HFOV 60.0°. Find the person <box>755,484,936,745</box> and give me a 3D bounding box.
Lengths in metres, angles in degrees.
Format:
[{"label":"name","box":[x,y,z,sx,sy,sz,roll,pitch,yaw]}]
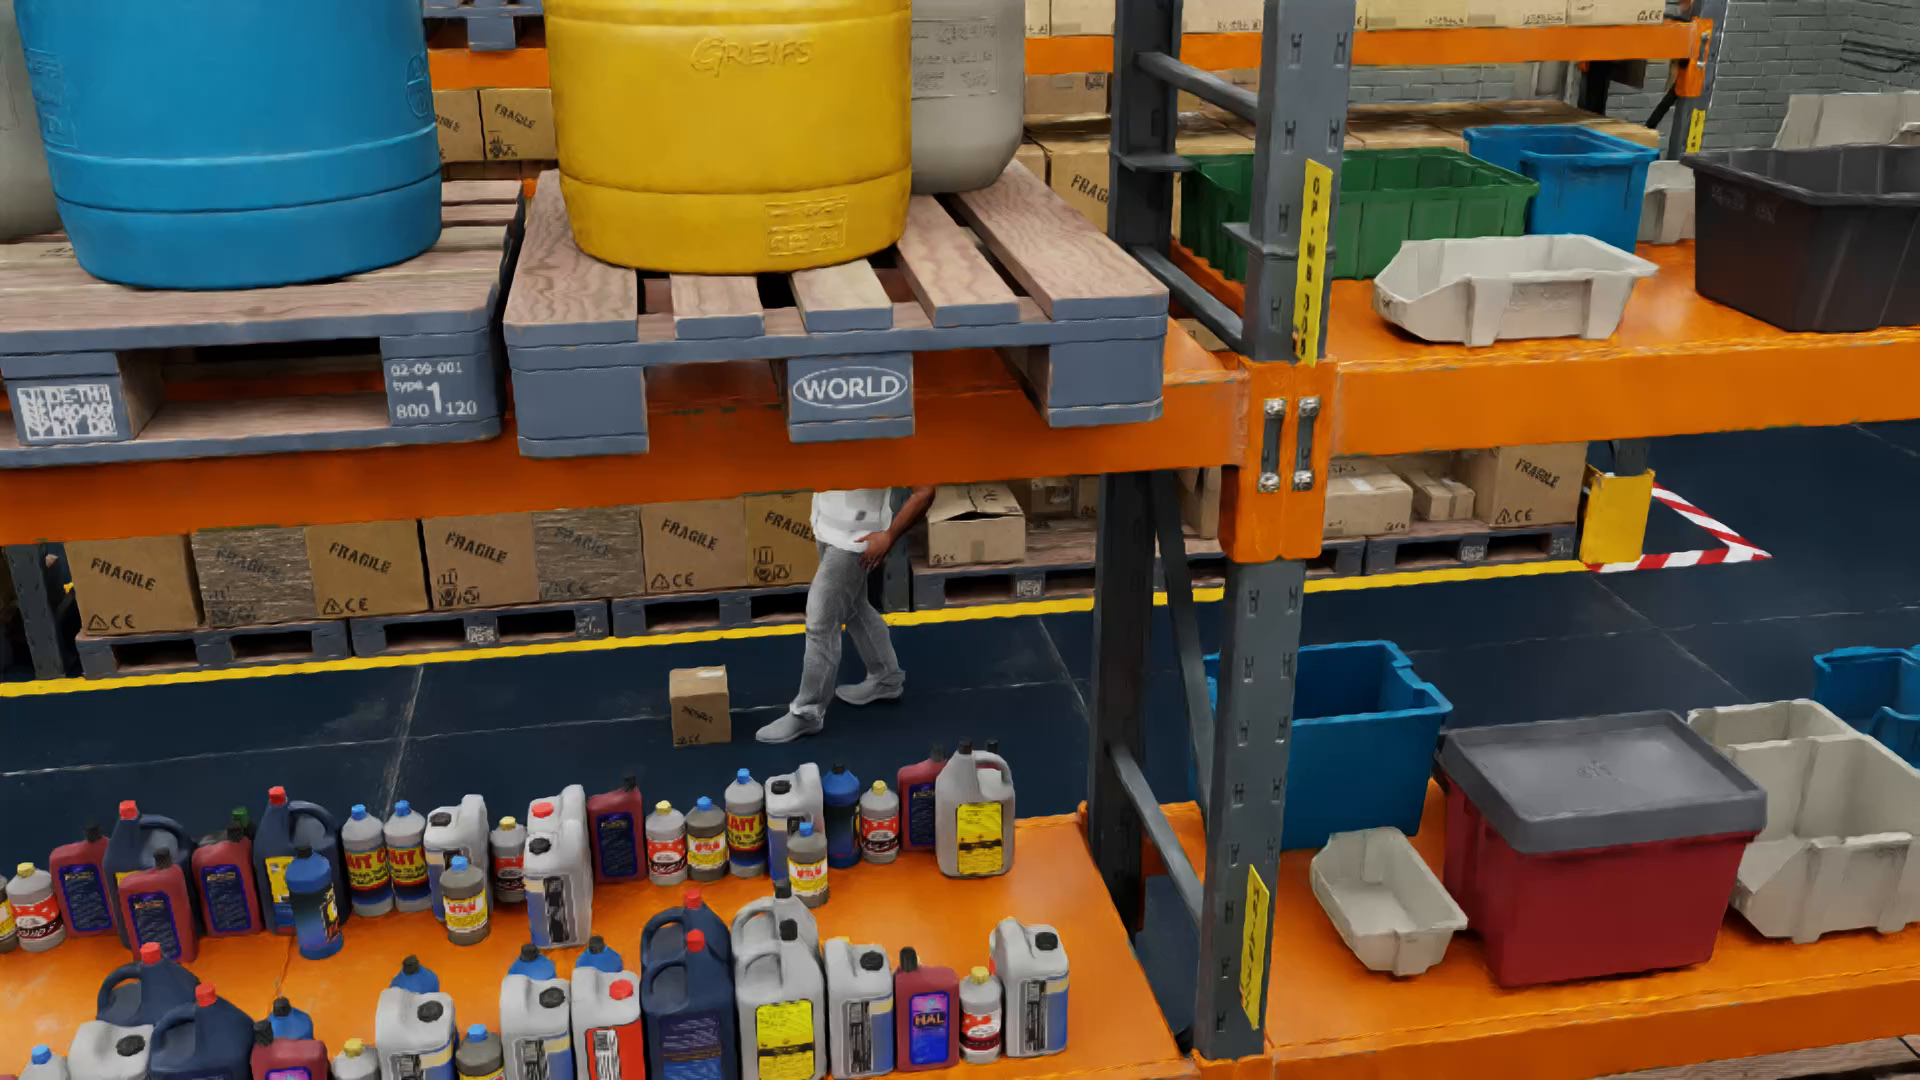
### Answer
[{"label":"person","box":[-0.564,-0.001,7.061,0.740,1.765,0.750,-9,25,-20]}]
